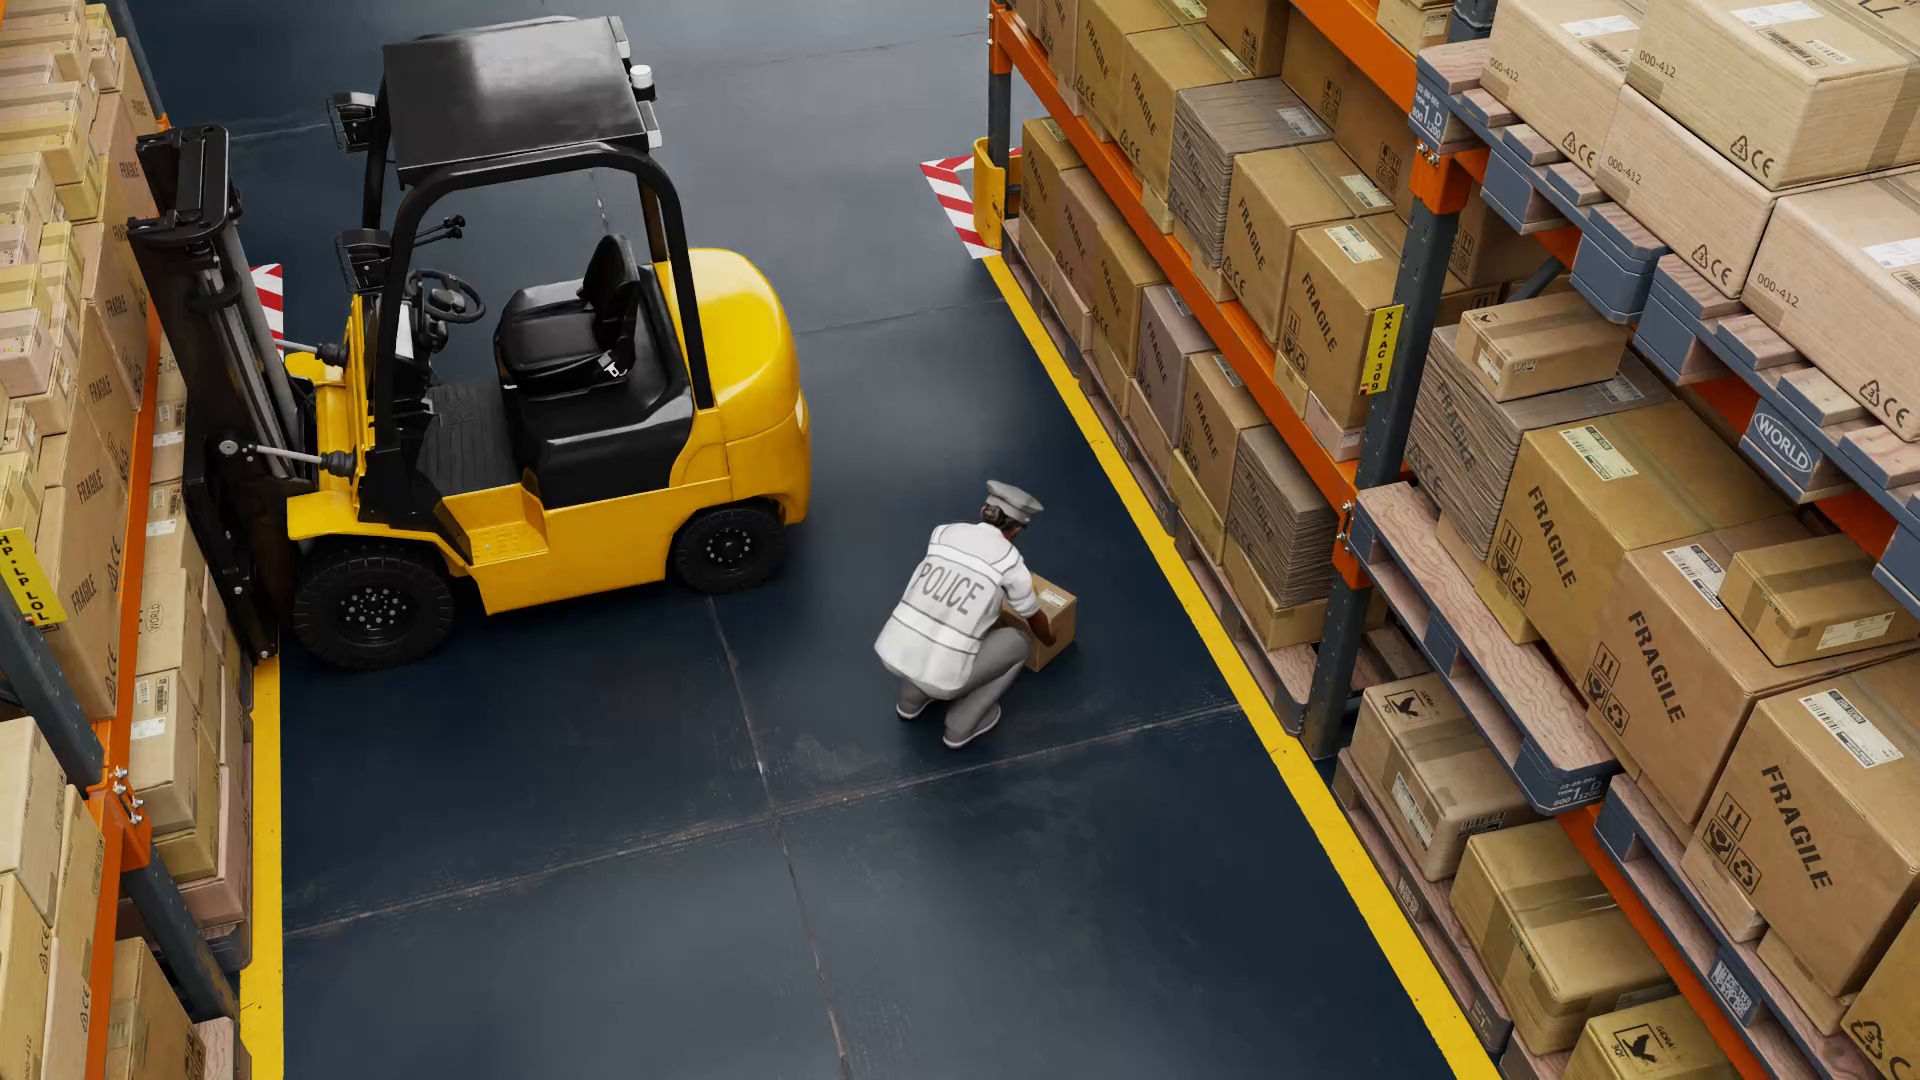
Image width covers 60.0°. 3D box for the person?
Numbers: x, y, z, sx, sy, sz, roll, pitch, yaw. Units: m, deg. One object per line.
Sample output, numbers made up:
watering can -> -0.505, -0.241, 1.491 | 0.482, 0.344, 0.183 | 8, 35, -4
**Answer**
person -> 0.037, 0.289, 6.430 | 0.478, 0.881, 0.870 | 30, 50, 28
